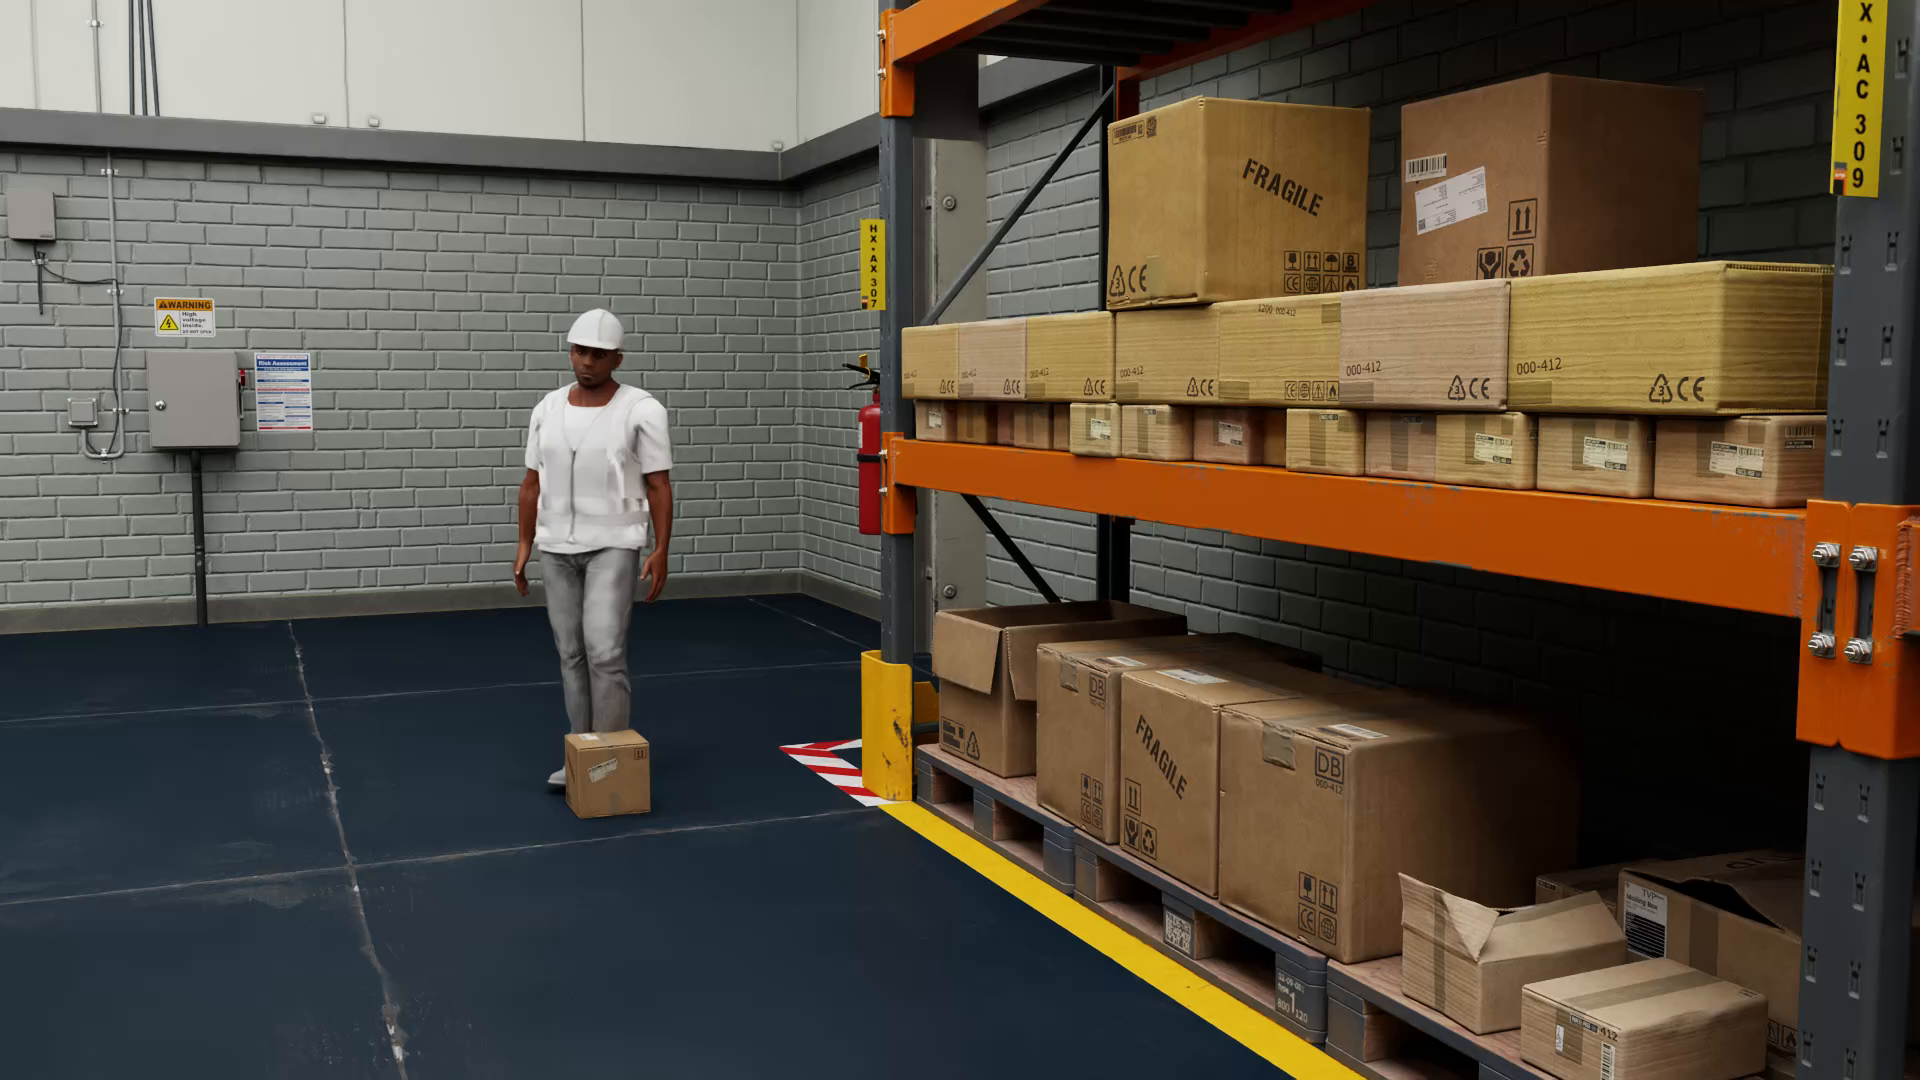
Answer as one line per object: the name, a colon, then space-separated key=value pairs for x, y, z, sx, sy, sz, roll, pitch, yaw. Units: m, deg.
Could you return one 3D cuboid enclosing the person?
person: x=-1.439 y=0.033 z=6.297 sx=0.563 sy=1.763 sz=0.349 roll=-2 pitch=6 yaw=-22
